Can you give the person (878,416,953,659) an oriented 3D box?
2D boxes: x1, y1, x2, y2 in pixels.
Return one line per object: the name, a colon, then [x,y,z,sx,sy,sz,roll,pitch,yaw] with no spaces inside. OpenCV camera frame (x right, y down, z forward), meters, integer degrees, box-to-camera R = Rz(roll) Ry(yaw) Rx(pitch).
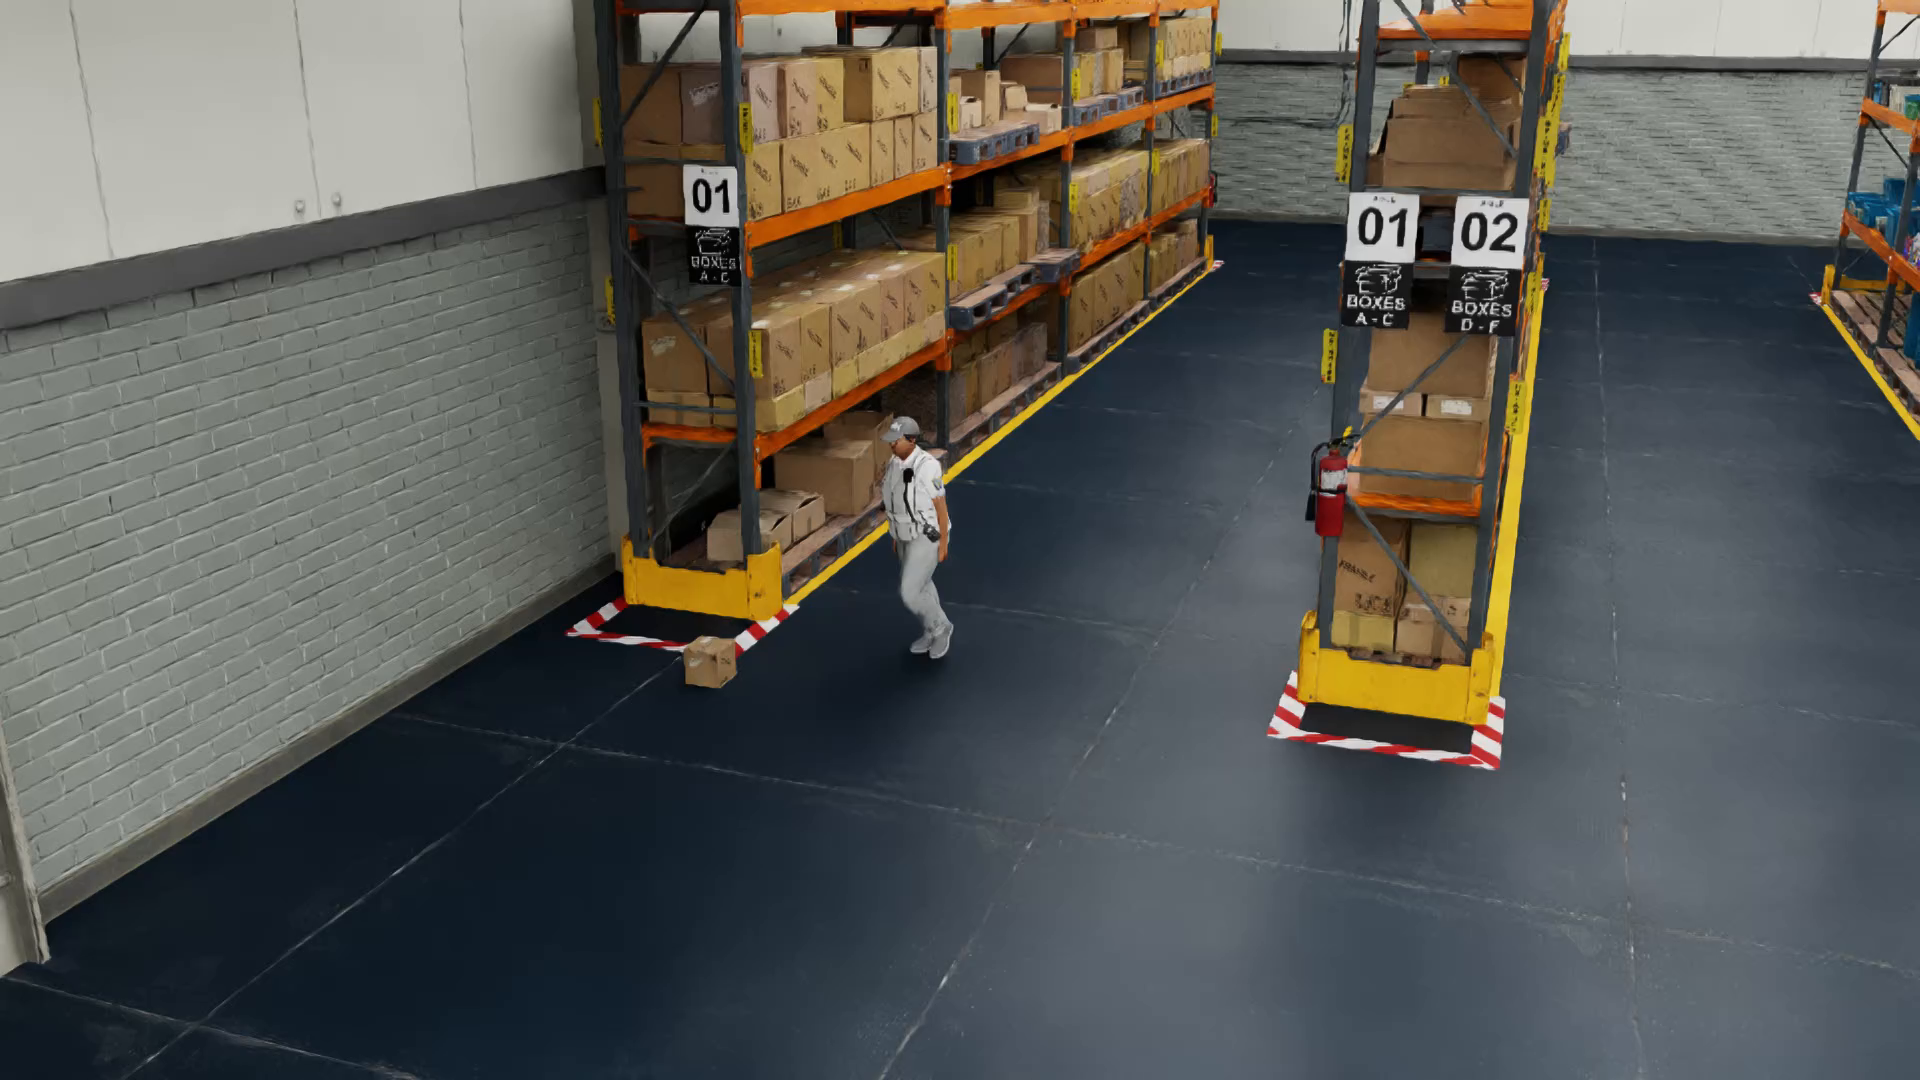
person: [-0.289,-0.021,11.076,0.492,1.654,0.524,-12,22,-31]
